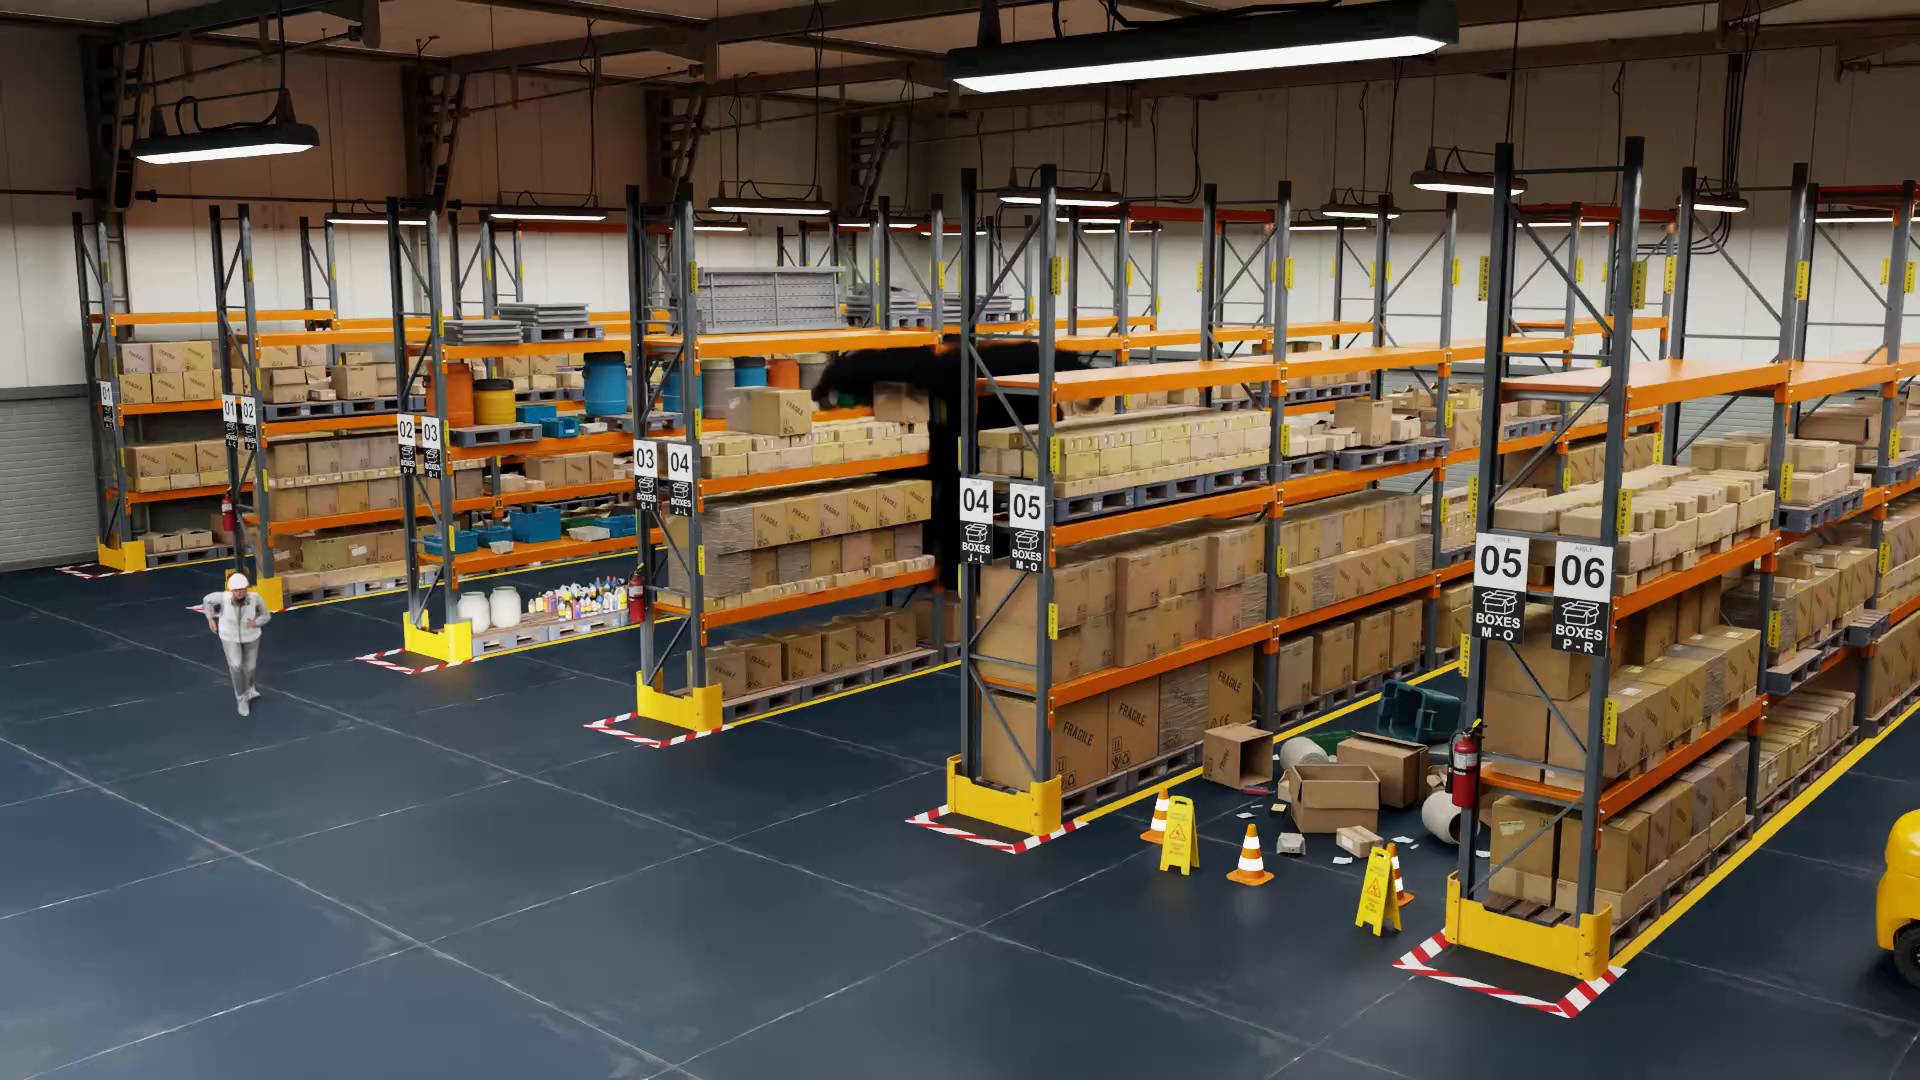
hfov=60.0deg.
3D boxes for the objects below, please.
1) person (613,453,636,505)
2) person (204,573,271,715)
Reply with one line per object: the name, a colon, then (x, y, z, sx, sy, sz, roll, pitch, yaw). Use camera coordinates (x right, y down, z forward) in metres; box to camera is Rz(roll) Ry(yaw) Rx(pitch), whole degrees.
person: (-6.449, -0.954, 32.376, 0.613, 1.526, 0.827, 4, 10, 24)
person: (-8.371, 1.180, 19.333, 0.701, 1.715, 1.003, -4, 10, -23)
